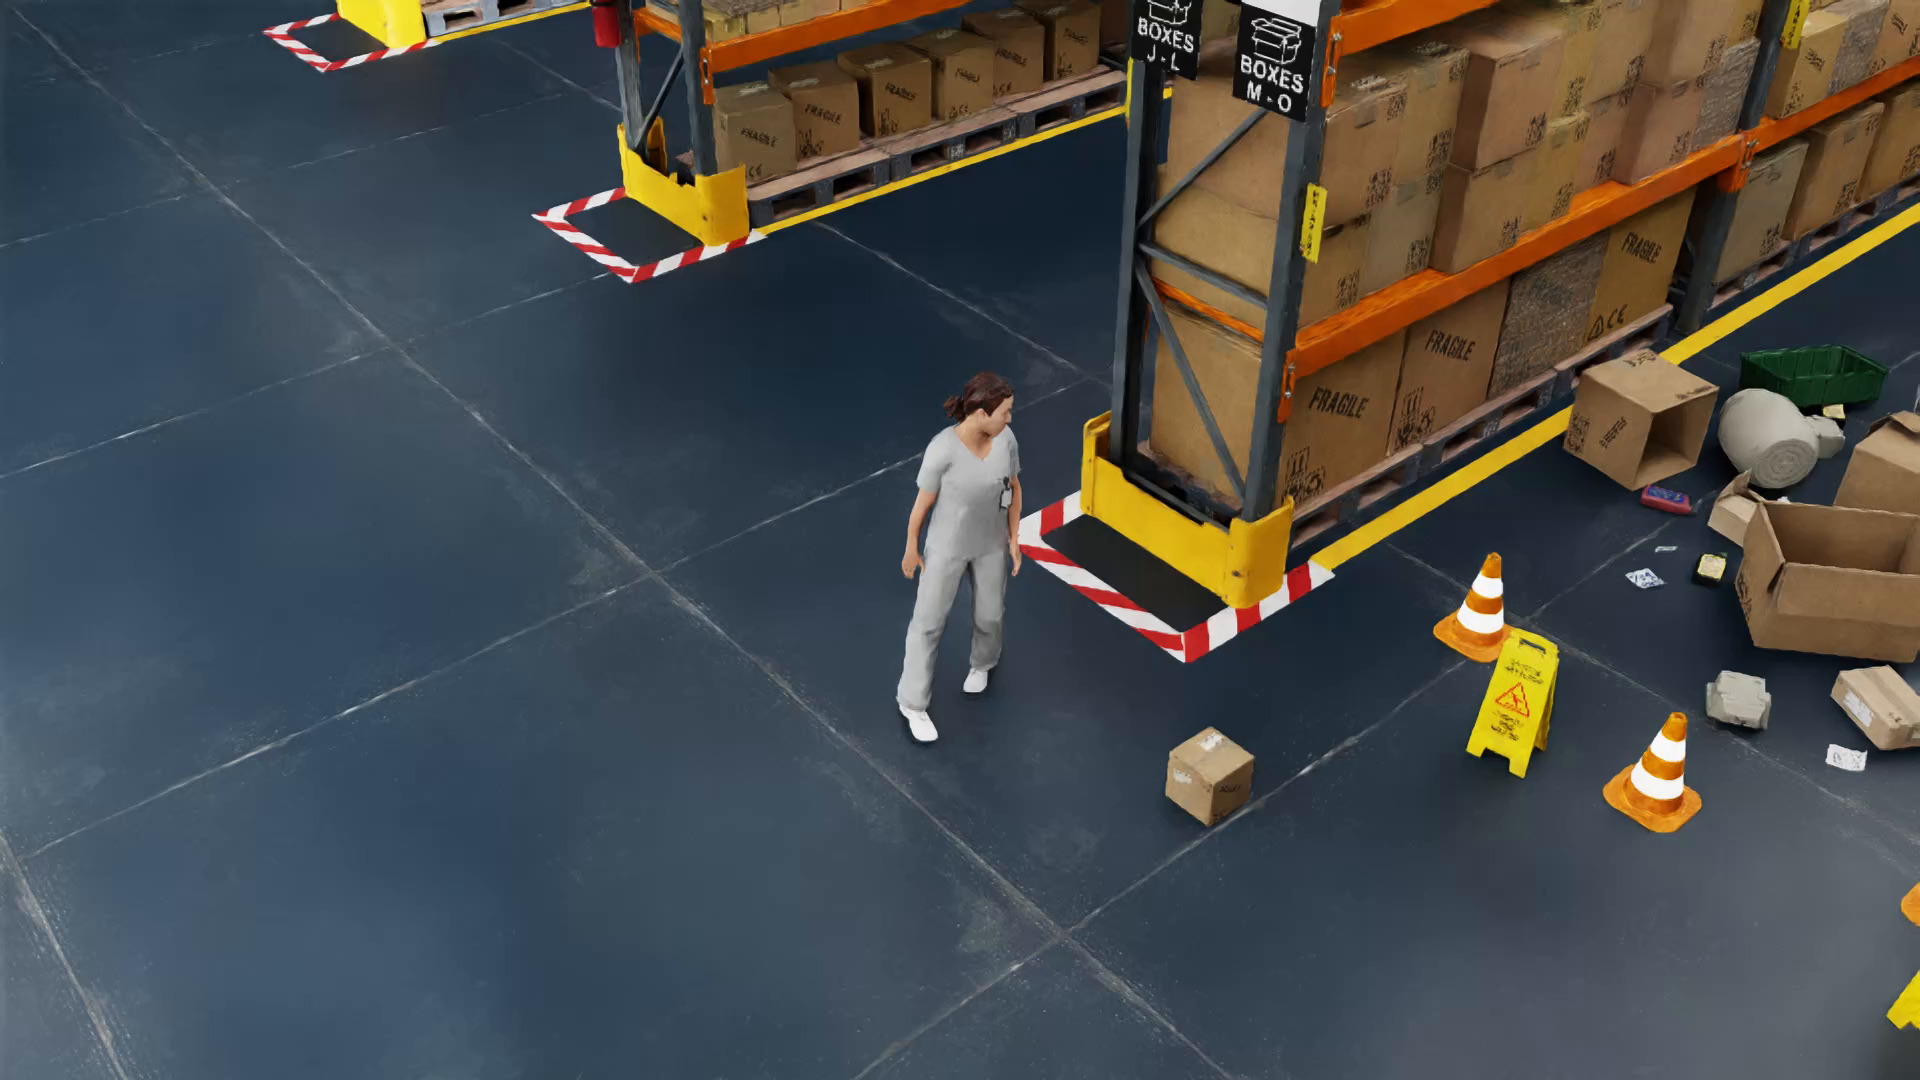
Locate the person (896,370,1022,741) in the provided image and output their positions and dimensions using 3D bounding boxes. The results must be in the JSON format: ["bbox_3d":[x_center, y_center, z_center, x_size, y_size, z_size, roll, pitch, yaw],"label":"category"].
[{"bbox_3d":[-0.001,0.155,7.090,0.595,1.413,0.519,-11,37,-14],"label":"person"}]
